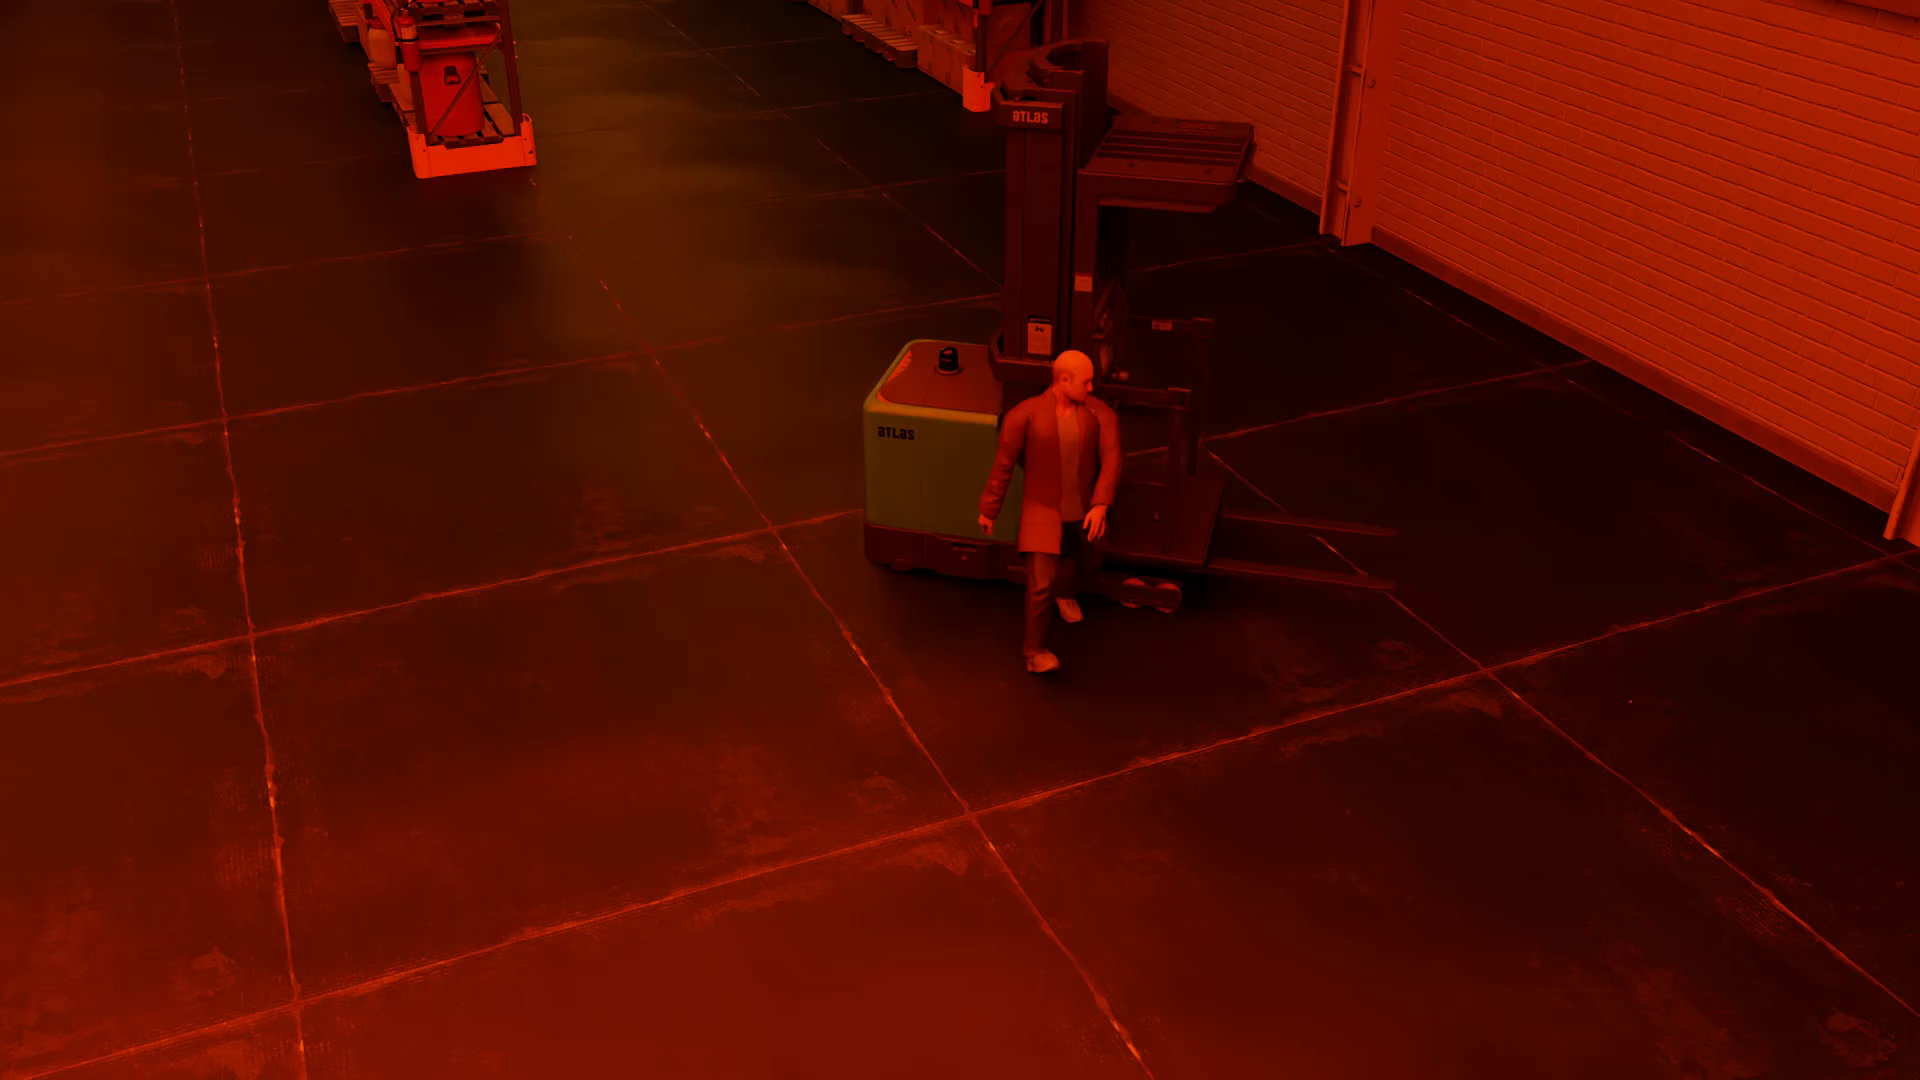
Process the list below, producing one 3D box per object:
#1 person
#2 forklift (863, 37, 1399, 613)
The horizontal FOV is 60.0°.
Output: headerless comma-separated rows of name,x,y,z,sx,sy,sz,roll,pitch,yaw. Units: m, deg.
person,0.473,-0.152,8.671,0.741,1.710,0.913,-11,32,-18
forklift,1.016,-1.156,9.142,3.031,2.935,1.130,7,31,12
